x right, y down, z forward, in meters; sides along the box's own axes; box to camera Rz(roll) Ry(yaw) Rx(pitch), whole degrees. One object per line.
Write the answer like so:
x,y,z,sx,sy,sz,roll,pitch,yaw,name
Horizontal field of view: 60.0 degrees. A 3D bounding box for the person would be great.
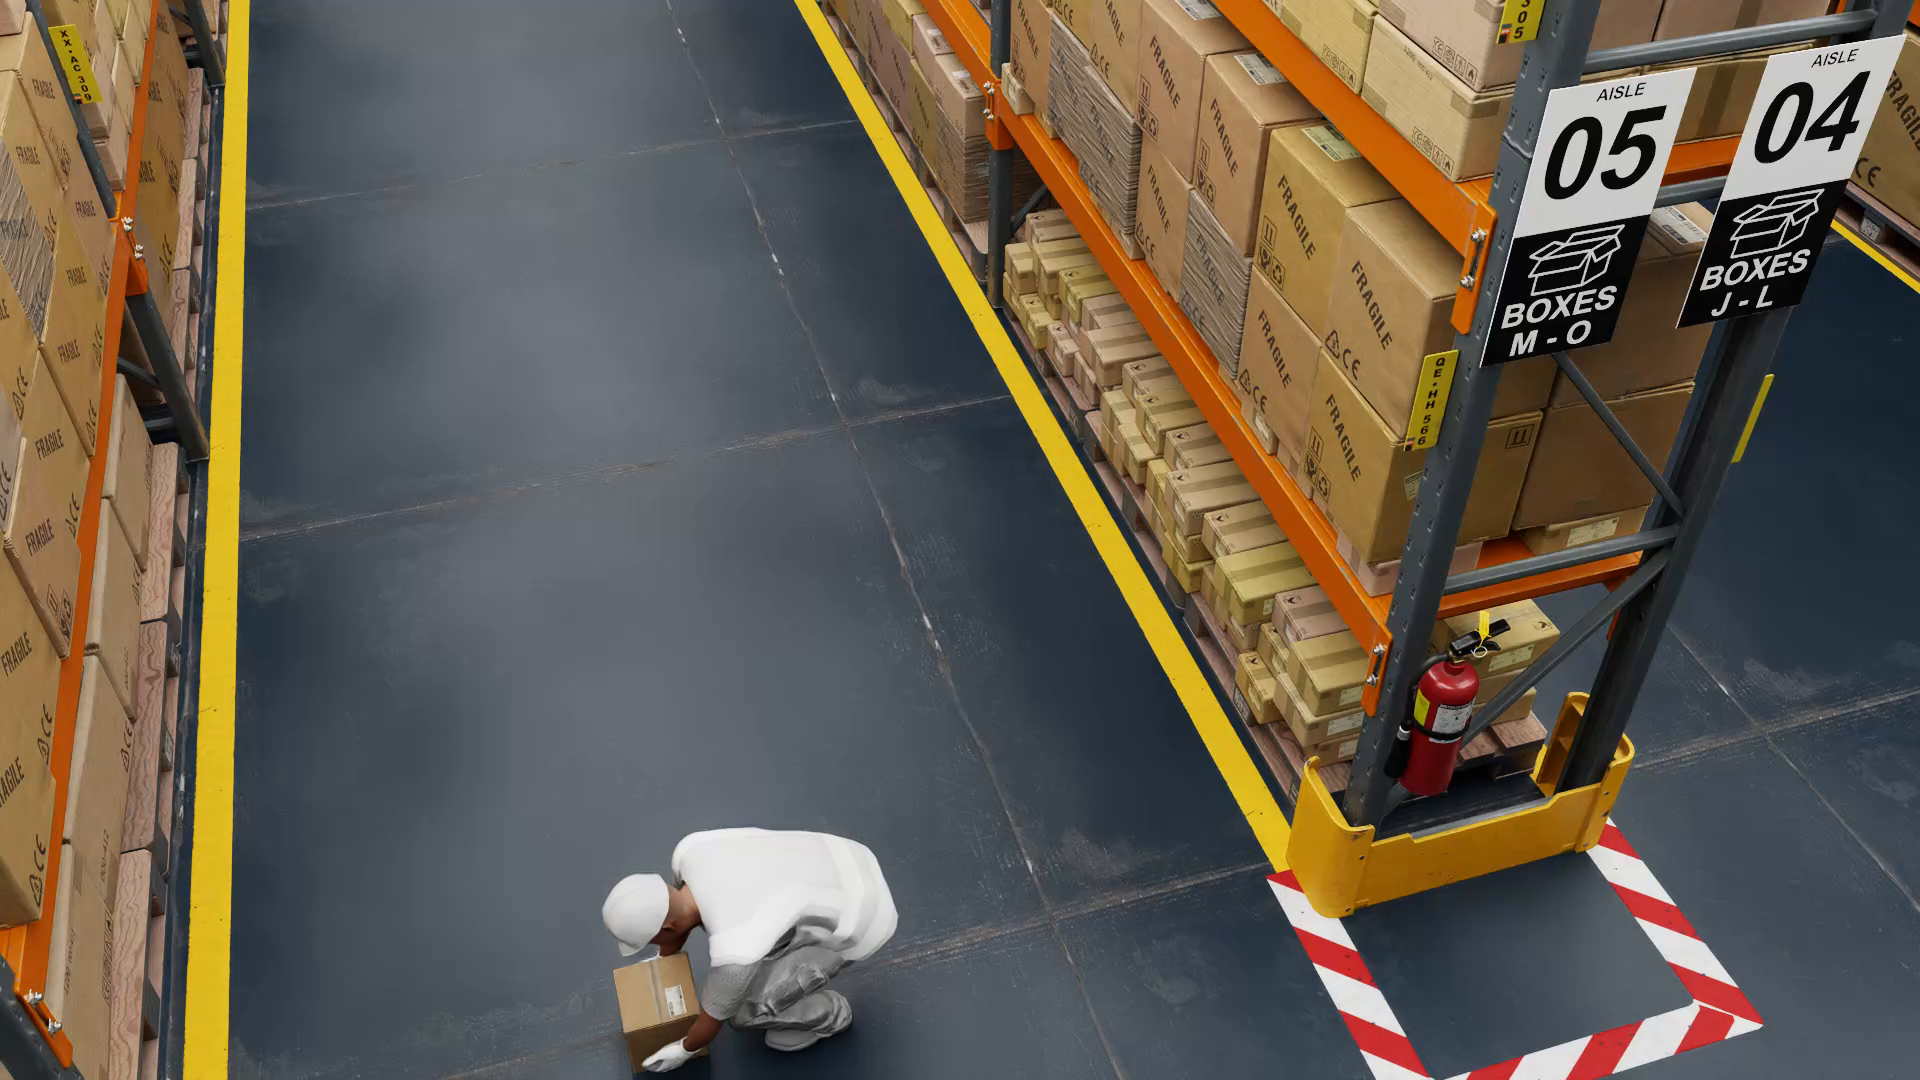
-0.654,1.284,5.371,0.906,0.909,0.568,-12,43,-13,person
